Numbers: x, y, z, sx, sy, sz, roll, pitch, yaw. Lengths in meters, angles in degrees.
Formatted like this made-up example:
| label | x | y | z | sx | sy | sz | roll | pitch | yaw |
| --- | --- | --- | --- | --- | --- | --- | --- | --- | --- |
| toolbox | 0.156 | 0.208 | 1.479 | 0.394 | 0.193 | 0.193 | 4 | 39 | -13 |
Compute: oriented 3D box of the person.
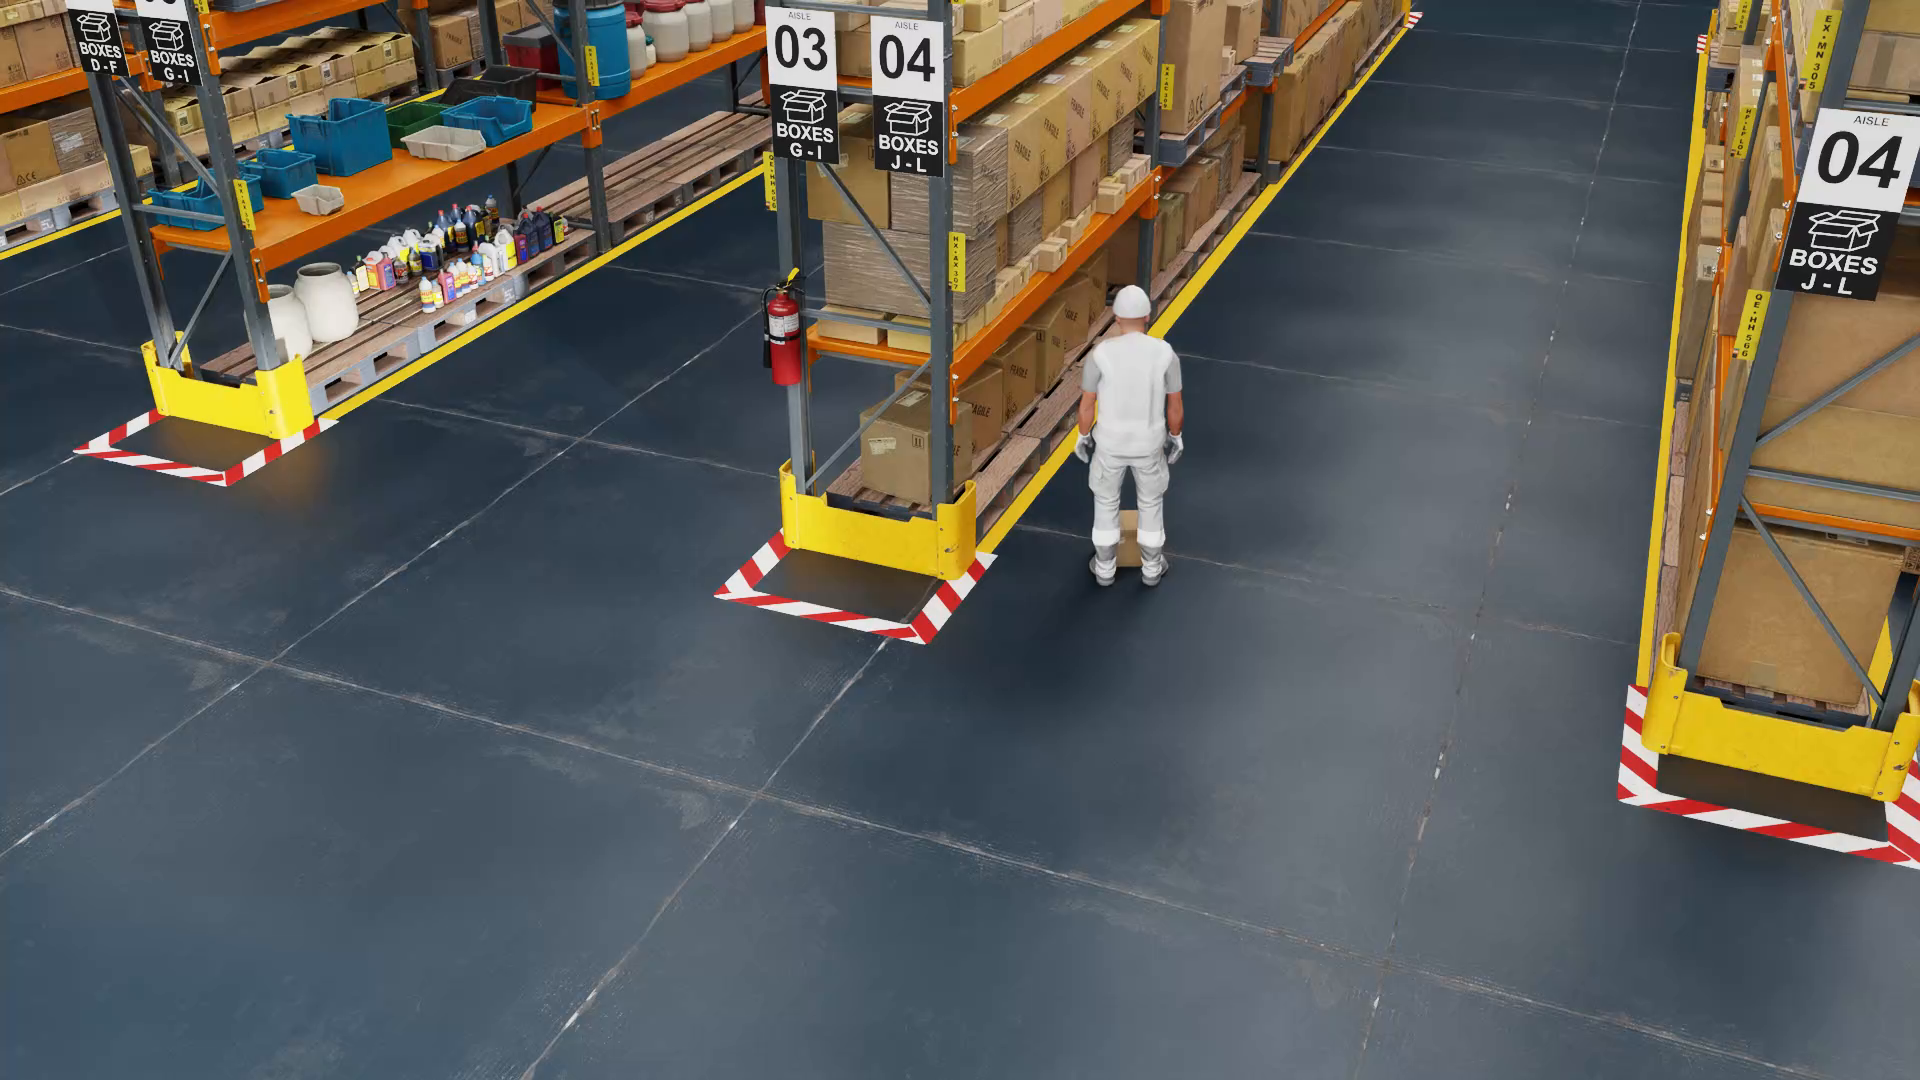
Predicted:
| label | x | y | z | sx | sy | sz | roll | pitch | yaw |
| --- | --- | --- | --- | --- | --- | --- | --- | --- | --- |
| person | 0.958 | -0.565 | 9.391 | 0.610 | 1.779 | 0.455 | 1 | 29 | 2 |
